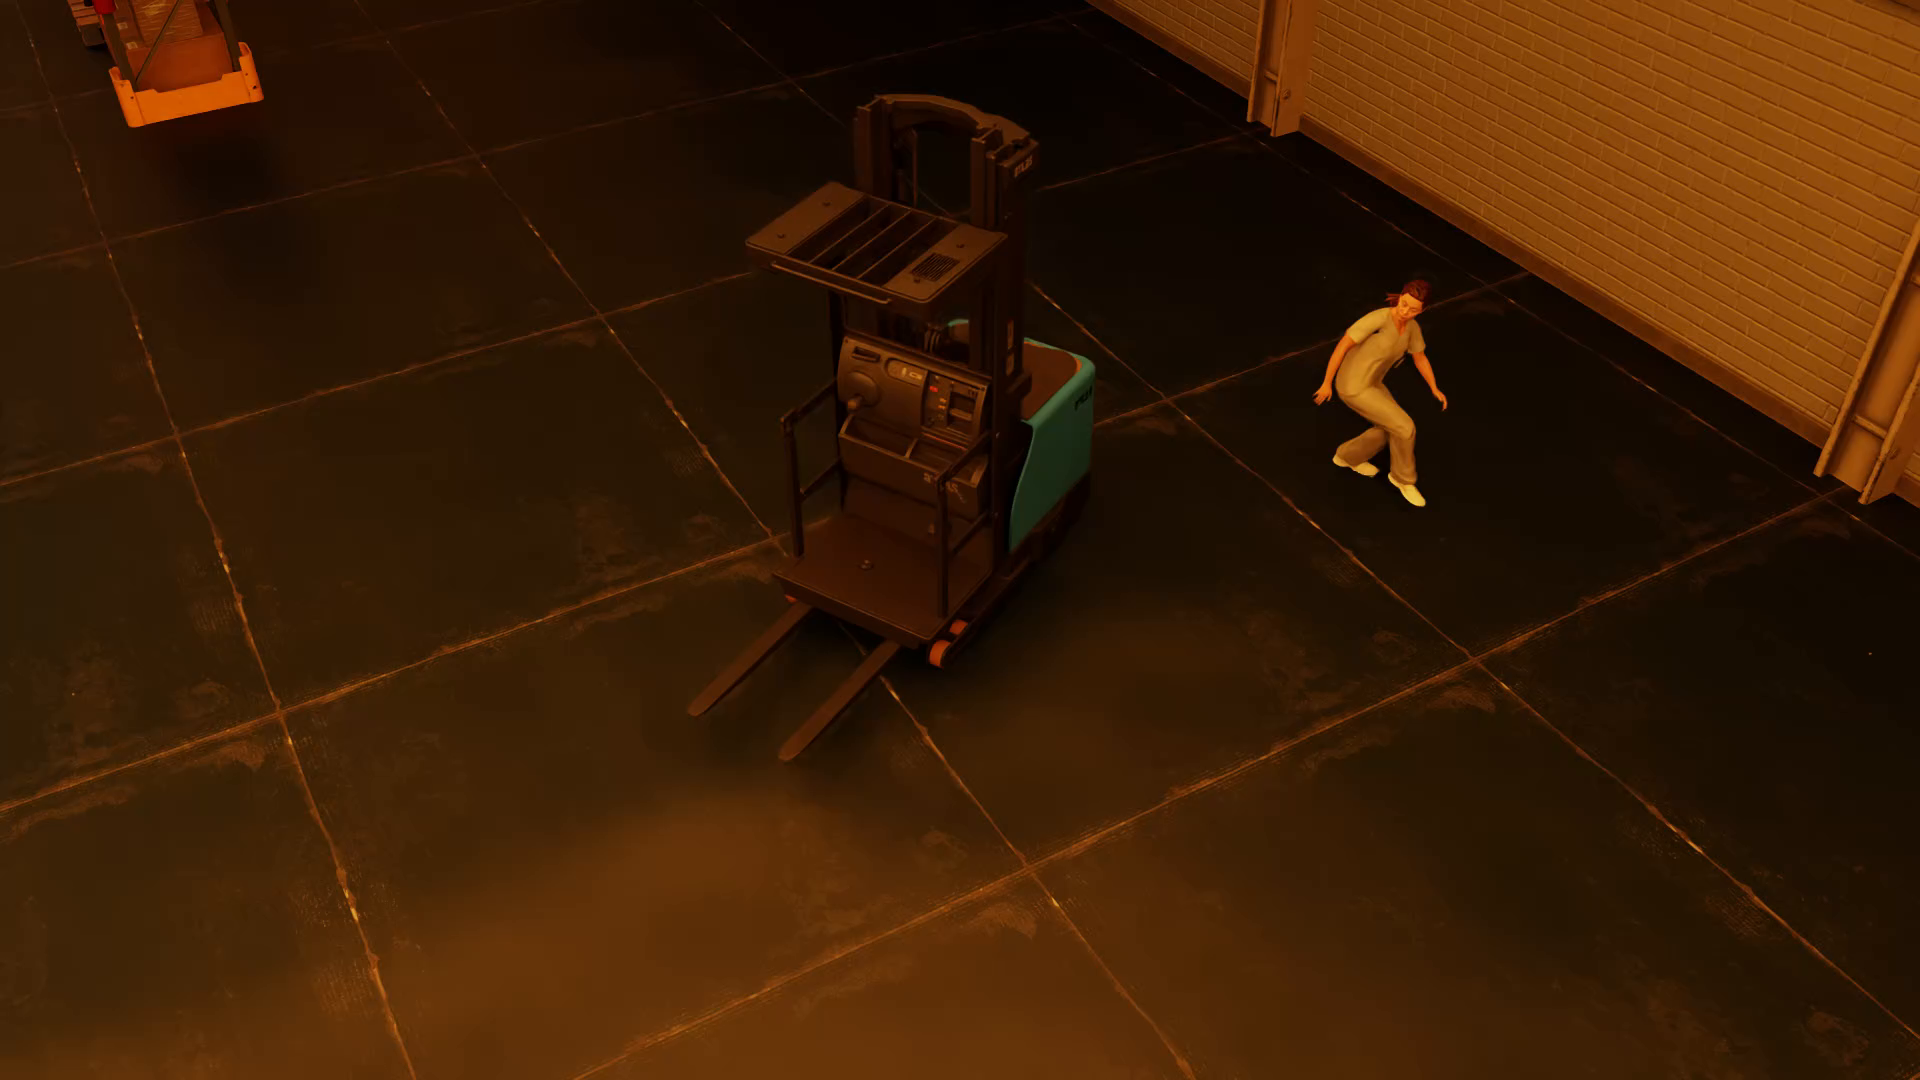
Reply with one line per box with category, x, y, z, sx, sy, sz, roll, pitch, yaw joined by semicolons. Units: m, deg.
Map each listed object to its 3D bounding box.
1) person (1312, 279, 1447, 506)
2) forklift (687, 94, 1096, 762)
person;2.640;-0.890;10.259;0.728;1.489;0.665;27;47;29
forklift;-0.376;-0.743;8.932;1.130;2.935;3.031;22;44;24
